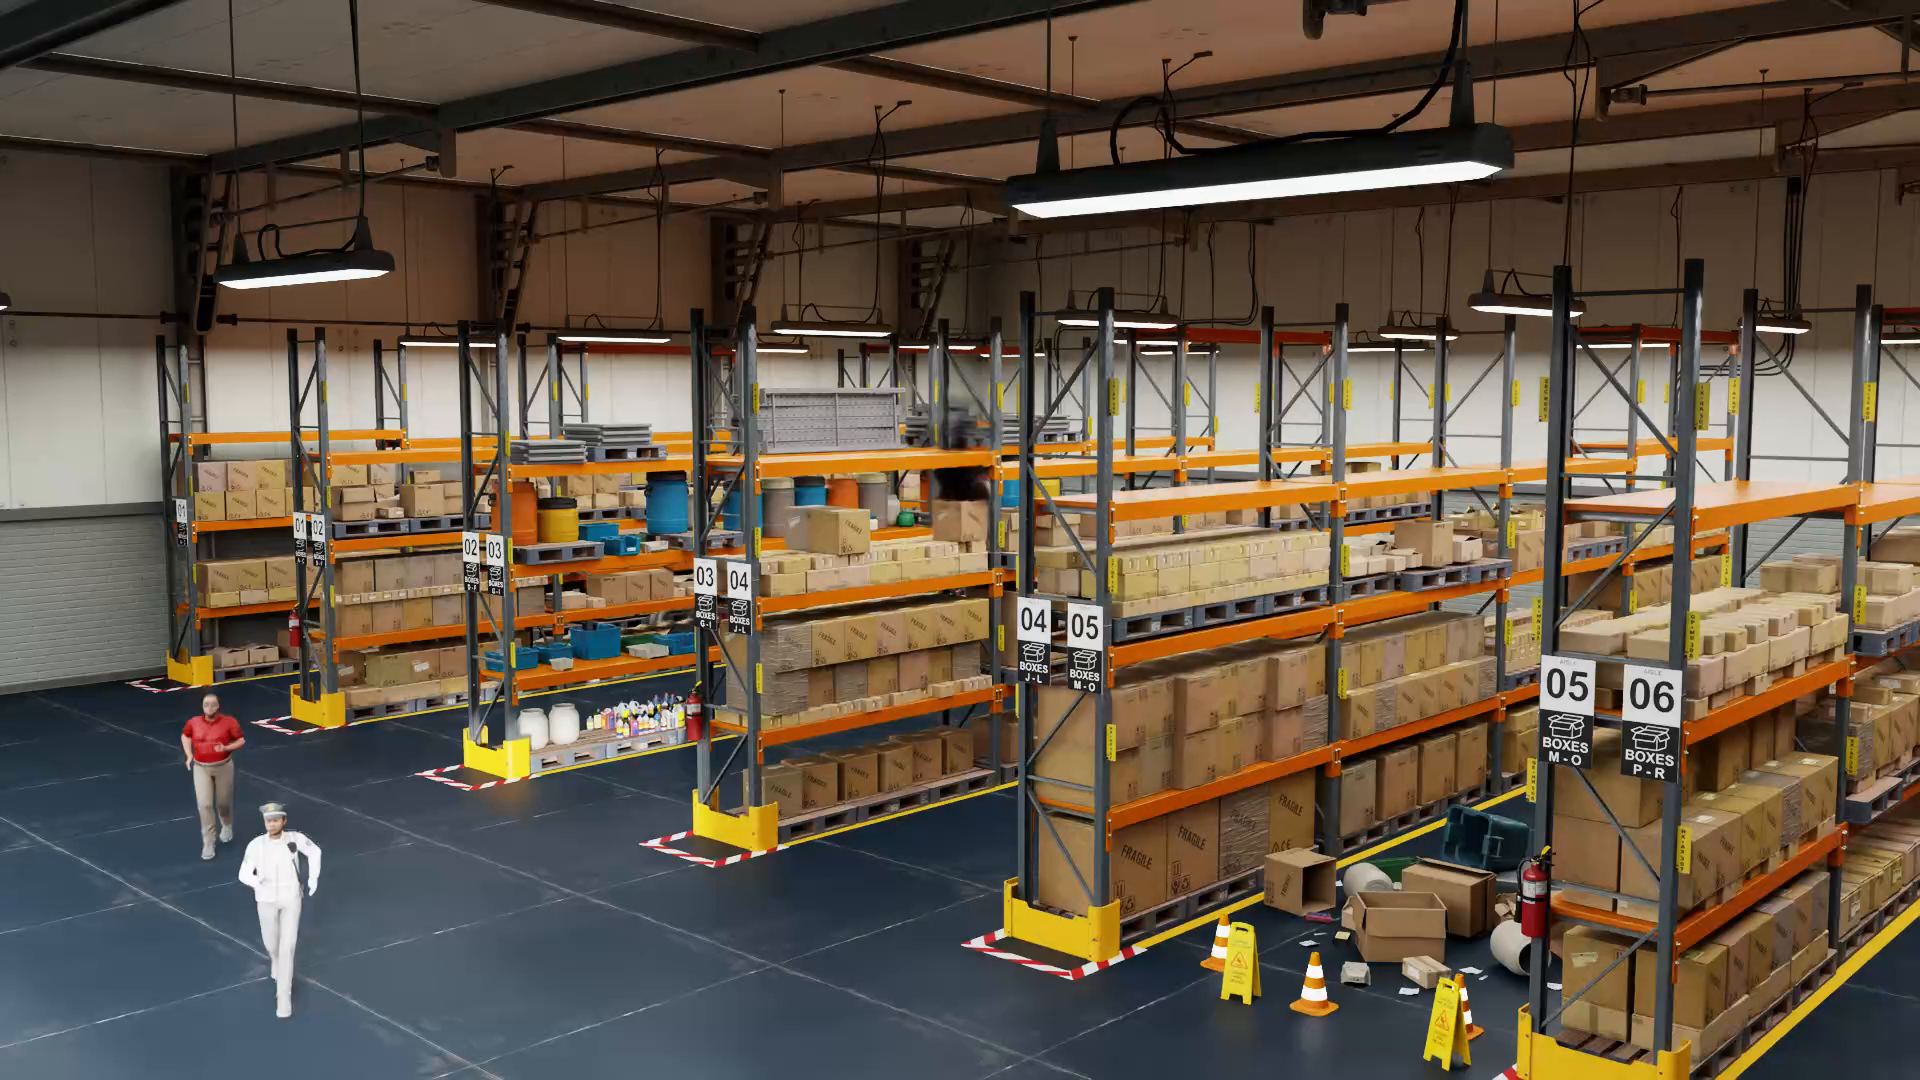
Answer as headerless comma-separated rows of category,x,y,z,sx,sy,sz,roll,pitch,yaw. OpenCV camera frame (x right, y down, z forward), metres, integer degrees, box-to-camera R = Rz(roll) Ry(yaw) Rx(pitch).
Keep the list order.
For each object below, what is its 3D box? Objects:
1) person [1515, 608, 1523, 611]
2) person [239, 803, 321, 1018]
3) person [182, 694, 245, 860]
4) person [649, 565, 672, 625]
person,8.897,1.891,26.376,0.560,1.645,0.628,-4,7,-37
person,-5.678,3.016,13.899,0.625,1.671,0.984,-2,6,-16
person,-8.246,2.562,18.384,0.655,1.739,0.893,-2,6,-20
person,-5.791,1.302,32.516,0.546,1.620,0.554,4,7,38
